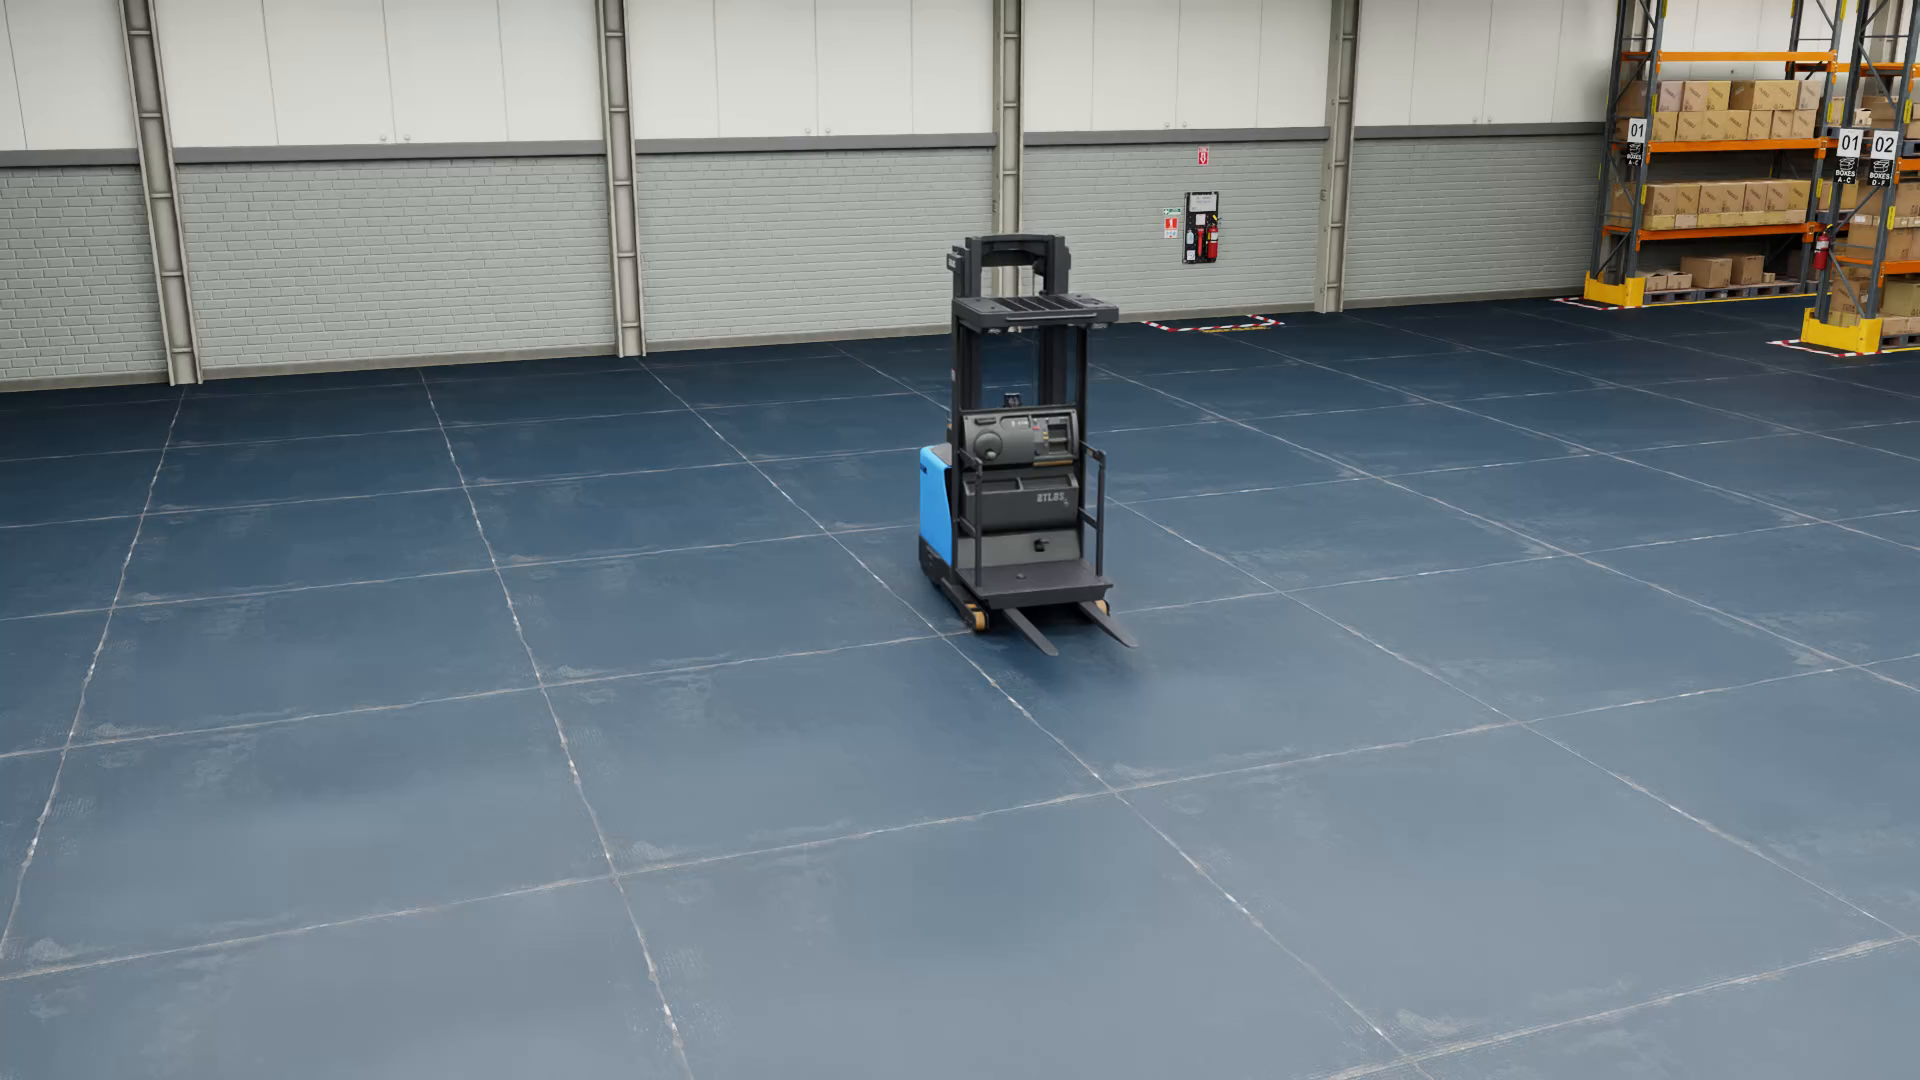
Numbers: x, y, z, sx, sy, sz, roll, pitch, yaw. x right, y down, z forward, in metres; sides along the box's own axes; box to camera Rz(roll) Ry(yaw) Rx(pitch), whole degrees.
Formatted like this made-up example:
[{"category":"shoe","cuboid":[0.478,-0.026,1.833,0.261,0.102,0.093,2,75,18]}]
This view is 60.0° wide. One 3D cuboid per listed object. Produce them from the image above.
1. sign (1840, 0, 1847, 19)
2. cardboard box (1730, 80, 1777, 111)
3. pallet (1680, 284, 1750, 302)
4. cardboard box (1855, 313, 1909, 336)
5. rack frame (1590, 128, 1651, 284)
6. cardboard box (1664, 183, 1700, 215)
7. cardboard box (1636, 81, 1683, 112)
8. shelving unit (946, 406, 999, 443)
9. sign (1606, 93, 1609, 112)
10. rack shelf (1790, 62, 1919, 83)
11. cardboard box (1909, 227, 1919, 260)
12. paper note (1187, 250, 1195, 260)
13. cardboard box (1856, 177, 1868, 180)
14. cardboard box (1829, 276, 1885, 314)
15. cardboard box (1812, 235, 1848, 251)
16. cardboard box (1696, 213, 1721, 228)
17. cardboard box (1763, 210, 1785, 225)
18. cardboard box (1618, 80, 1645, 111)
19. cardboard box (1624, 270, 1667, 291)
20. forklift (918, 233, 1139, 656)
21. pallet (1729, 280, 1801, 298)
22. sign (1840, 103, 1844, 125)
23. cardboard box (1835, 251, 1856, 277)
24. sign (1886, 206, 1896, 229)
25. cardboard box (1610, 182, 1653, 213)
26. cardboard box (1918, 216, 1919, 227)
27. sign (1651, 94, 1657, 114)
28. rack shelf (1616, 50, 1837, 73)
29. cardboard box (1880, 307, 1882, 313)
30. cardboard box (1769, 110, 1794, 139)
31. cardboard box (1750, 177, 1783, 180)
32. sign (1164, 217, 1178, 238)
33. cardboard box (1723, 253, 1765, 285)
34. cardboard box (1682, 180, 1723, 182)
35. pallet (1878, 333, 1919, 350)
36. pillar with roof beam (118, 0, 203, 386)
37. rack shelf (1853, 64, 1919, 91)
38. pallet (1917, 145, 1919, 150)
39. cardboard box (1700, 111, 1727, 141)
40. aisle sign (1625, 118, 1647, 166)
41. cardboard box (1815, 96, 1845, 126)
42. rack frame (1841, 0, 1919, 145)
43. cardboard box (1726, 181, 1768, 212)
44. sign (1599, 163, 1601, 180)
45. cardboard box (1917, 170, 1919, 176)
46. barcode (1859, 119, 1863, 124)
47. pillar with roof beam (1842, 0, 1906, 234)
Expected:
[{"category":"sign","cuboid":[15.515,-9.315,29.200,0.005,0.325,0.100,-6,17,-20]},{"category":"cardboard box","cuboid":[13.976,-7.836,29.299,0.500,0.500,0.500,-7,18,-22]},{"category":"pallet","cuboid":[13.583,-4.556,30.389,1.213,0.211,1.003,-6,17,-20]},{"category":"cardboard box","cuboid":[13.960,-3.266,25.183,0.500,0.250,0.500,-6,17,-20]},{"category":"rack frame","cuboid":[11.603,-5.691,29.307,0.127,3.000,1.000,-6,17,-20]},{"category":"cardboard box","cuboid":[12.622,-6.005,29.275,0.500,0.500,0.500,-6,17,-20]},{"category":"cardboard box","cuboid":[12.050,-7.643,28.642,0.500,0.500,0.500,-8,18,-24]},{"category":"shelving unit","cuboid":[0.155,-0.592,15.138,0.503,1.200,0.258,-6,17,-20]},{"category":"sign","cuboid":[11.423,-7.703,29.264,0.005,0.325,0.100,-6,17,-20]},{"category":"rack shelf","cuboid":[17.206,-8.638,30.680,4.000,0.370,1.077,-6,17,-20]},{"category":"cardboard box","cuboid":[14.308,-4.534,25.190,0.500,0.500,0.700,-6,17,-19]},{"category":"paper note","cuboid":[3.833,-4.723,27.574,0.142,0.148,0.016,-6,17,-20]},{"category":"cardboard box","cuboid":[16.954,-6.525,31.188,0.500,0.500,0.700,-4,17,-12]},{"category":"cardboard box","cuboid":[13.773,-3.763,25.544,0.500,0.500,0.500,-6,17,-20]},{"category":"cardboard box","cuboid":[16.430,-5.590,31.287,0.500,0.250,0.500,-7,18,-21]},{"category":"cardboard box","cuboid":[13.130,-5.701,29.569,0.500,0.250,0.500,-6,18,-21]},{"category":"cardboard box","cuboid":[14.536,-5.857,30.101,0.500,0.250,0.500,-6,17,-20]},{"category":"cardboard box","cuboid":[11.912,-7.780,29.109,0.500,0.500,0.500,-5,17,-18]},{"category":"cardboard box","cuboid":[12.281,-4.658,29.781,0.500,0.311,0.500,-8,18,-26]},{"category":"forklift","cuboid":[0.539,-0.816,12.826,1.130,2.935,3.031,-5,17,-15]},{"category":"pallet","cuboid":[14.724,-4.680,30.811,1.213,0.211,1.003,-6,17,-20]},{"category":"sign","cuboid":[13.198,-6.359,24.825,0.005,0.325,0.100,-6,17,-20]},{"category":"cardboard box","cuboid":[16.484,-5.250,31.461,0.500,0.500,0.700,-7,18,-21]},{"category":"sign","cuboid":[13.572,-4.695,24.238,0.005,0.325,0.100,-6,17,-20]},{"category":"cardboard box","cuboid":[11.967,-6.092,29.572,0.500,0.500,0.500,-6,18,-21]},{"category":"cardboard box","cuboid":[14.302,-4.783,24.884,0.250,0.149,0.380,-6,17,-20]},{"category":"sign","cuboid":[11.797,-7.407,28.275,0.005,0.325,0.100,-6,17,-20]},{"category":"rack shelf","cuboid":[13.471,-8.425,29.250,4.000,0.370,1.077,-6,17,-20]},{"category":"cardboard box","cuboid":[14.237,-3.456,25.830,0.500,0.250,0.500,-6,17,-20]},{"category":"cardboard box","cuboid":[14.478,-7.428,29.684,0.500,0.500,0.500,-8,18,-25]},{"category":"cardboard box","cuboid":[14.825,-6.400,30.619,0.500,0.500,0.500,-7,18,-21]},{"category":"sign","cuboid":[3.470,-5.134,27.346,0.234,0.329,0.001,-6,17,-20]},{"category":"cardboard box","cuboid":[14.383,-4.991,30.579,0.500,0.500,0.500,-8,18,-24]},{"category":"cardboard box","cuboid":[13.392,-6.244,30.090,0.500,0.500,0.500,-6,17,-19]},{"category":"pallet","cuboid":[14.078,-3.139,25.563,1.213,0.211,1.003,-6,17,-20]},{"category":"pillar with roof beam","cuboid":[-8.923,-5.316,17.380,0.400,9.000,9.100,-6,17,-20]},{"category":"rack shelf","cuboid":[15.247,-6.931,24.869,4.000,0.370,1.077,-6,17,-20]},{"category":"pallet","cuboid":[15.190,-5.974,25.102,1.213,0.211,1.003,-6,17,-20]},{"category":"cardboard box","cuboid":[13.003,-7.254,29.093,0.500,0.500,0.500,-5,17,-18]},{"category":"aisle sign","cuboid":[11.643,-6.853,28.647,0.004,0.787,0.394,-6,17,-20]},{"category":"cardboard box","cuboid":[15.877,-7.817,30.301,0.500,0.500,0.500,-4,17,-12]},{"category":"rack frame","cuboid":[13.379,-7.267,24.025,0.127,3.000,1.000,-6,17,-20]},{"category":"cardboard box","cuboid":[14.069,-6.163,29.814,0.500,0.500,0.500,-7,18,-22]},{"category":"sign","cuboid":[11.423,-6.547,29.604,0.005,0.325,0.100,-6,17,-20]},{"category":"cardboard box","cuboid":[18.467,-6.989,31.617,0.250,0.149,0.380,-9,19,-29]},{"category":"barcode","cuboid":[13.488,-6.263,24.902,0.075,0.075,0.001,-6,17,-20]},{"category":"pillar with roof beam","cuboid":[19.090,-8.340,27.680,0.400,9.000,9.100,-6,17,-20]}]
